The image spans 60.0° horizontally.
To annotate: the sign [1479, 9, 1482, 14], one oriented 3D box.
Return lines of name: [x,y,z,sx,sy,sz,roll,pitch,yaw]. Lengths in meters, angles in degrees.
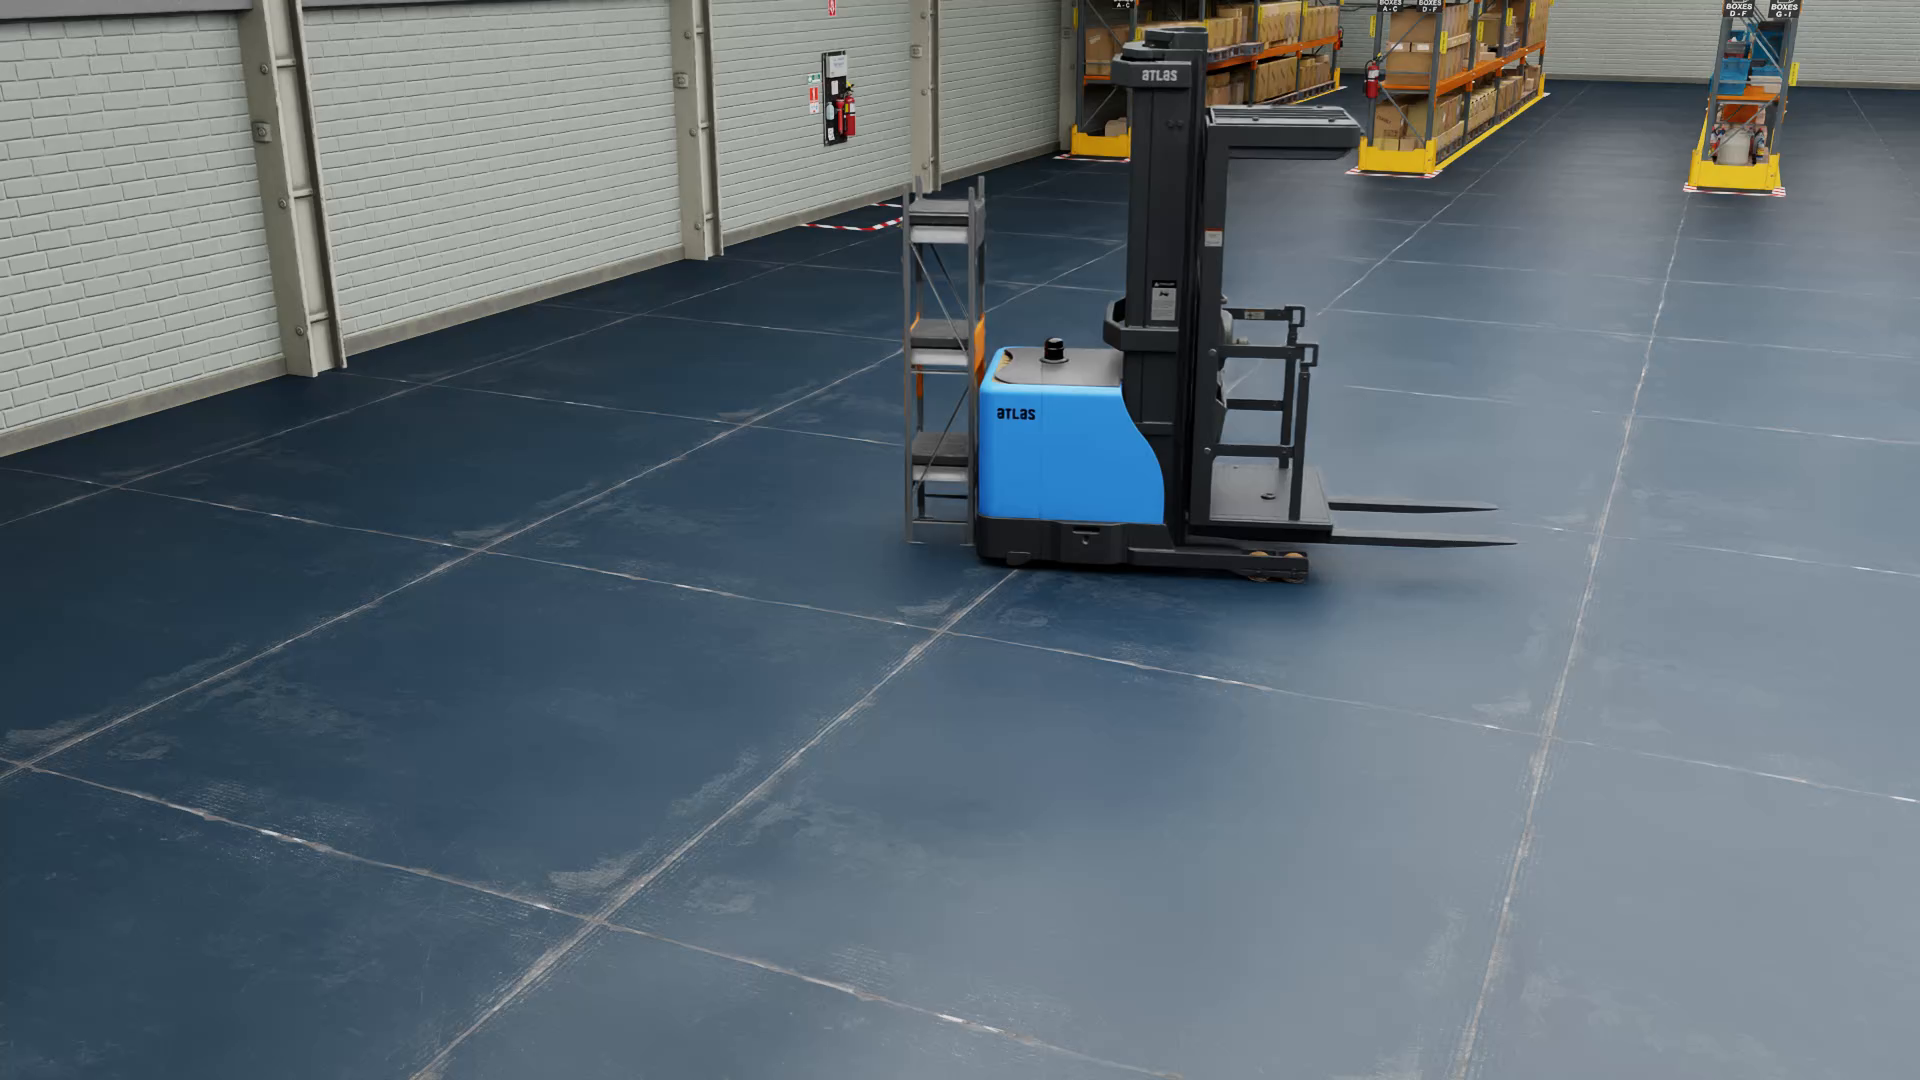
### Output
sign: [11.398,-11.482,36.486,0.100,0.325,0.005,9,21,23]

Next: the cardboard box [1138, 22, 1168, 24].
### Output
cardboard box: [3.501,-9.254,30.589,0.500,0.500,0.500,8,21,22]

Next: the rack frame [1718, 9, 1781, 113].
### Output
rack frame: [16.413,-10.321,34.514,1.000,3.000,0.127,9,21,23]

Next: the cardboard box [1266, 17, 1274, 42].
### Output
cardboard box: [6.392,-10.926,35.593,0.500,0.500,0.500,9,22,24]

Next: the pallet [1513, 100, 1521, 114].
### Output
pallet: [11.597,-9.434,36.181,1.003,0.211,1.213,9,21,23]

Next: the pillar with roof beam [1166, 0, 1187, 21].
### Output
pillar with roof beam: [8.343,-12.415,31.448,9.100,9.000,0.400,9,21,23]

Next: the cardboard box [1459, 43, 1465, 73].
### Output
cardboard box: [8.444,-8.467,29.151,0.700,0.500,0.500,8,21,21]

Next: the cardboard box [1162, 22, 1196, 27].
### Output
cardboard box: [3.988,-9.187,30.399,0.500,0.500,0.500,8,21,22]

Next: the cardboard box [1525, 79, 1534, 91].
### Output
cardboard box: [13.119,-10.650,38.886,0.500,0.250,0.500,9,21,23]

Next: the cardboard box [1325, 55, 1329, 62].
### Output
cardboard box: [8.931,-11.937,41.193,0.380,0.149,0.250,8,21,22]

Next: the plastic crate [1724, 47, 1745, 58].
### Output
plastic crate: [13.056,-8.096,28.161,0.402,0.464,0.583,9,21,23]

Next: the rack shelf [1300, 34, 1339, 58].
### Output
rack shelf: [8.194,-11.953,40.176,1.077,0.370,4.000,9,21,23]

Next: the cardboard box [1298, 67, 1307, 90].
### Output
cardboard box: [7.775,-10.915,39.288,0.700,0.500,0.500,9,21,23]

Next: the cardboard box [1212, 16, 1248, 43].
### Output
cardboard box: [5.554,-10.567,34.399,0.700,0.500,0.500,6,20,16]

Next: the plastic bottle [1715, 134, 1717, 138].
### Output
plastic bottle: [12.325,-6.500,27.184,0.097,0.271,0.097,0,20,0]

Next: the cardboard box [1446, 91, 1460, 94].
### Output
cardboard box: [9.357,-8.508,32.057,0.500,0.311,0.500,8,21,21]

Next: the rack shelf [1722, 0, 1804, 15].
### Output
rack shelf: [12.318,-8.338,25.536,1.077,0.370,4.000,9,21,23]

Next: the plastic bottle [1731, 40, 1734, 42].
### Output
plastic bottle: [15.726,-10.061,33.969,0.152,0.276,0.135,9,21,23]

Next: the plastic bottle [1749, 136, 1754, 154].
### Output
plastic bottle: [12.758,-6.374,26.813,0.061,0.283,0.133,9,21,23]

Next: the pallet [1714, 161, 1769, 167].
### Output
pallet: [11.825,-5.616,25.446,1.003,0.211,1.213,9,21,23]

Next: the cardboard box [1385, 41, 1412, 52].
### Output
cardboard box: [6.965,-7.829,26.390,0.380,0.149,0.250,8,21,22]

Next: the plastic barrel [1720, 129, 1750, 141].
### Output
plastic barrel: [11.904,-6.043,25.571,0.421,0.512,0.421,0,20,0]

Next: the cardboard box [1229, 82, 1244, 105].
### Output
cardboard box: [5.490,-9.260,34.604,0.700,0.500,0.500,9,21,23]

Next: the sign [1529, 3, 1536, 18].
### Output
sign: [12.404,-11.472,36.023,0.100,0.325,0.005,9,21,23]

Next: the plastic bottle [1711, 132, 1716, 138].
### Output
plastic bottle: [12.101,-6.400,26.786,0.144,0.351,0.185,10,22,25]

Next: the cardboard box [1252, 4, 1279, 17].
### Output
cardboard box: [6.579,-11.429,35.886,0.500,0.250,0.500,9,21,23]

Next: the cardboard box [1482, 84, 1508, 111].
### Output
cardboard box: [10.914,-9.069,34.068,0.500,0.500,0.500,8,21,21]

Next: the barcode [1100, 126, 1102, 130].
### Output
barcode: [2.469,-7.216,29.126,0.001,0.075,0.075,9,21,23]

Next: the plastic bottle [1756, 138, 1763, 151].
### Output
plastic bottle: [12.790,-6.283,26.575,0.097,0.271,0.097,0,20,0]

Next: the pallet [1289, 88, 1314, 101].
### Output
pallet: [7.758,-10.588,39.427,1.003,0.211,1.213,9,21,23]

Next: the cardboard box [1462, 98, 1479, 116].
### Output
cardboard box: [9.226,-7.967,30.535,0.500,0.311,0.500,8,21,22]

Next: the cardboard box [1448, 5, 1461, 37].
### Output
cardboard box: [8.032,-8.770,28.068,0.700,0.500,0.500,9,21,23]

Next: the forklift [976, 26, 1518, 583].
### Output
forklift: [1.648,-1.329,9.331,3.031,2.935,1.130,2,20,7]

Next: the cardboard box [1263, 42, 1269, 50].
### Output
cardboard box: [6.380,-10.563,35.539,0.380,0.149,0.250,9,22,24]

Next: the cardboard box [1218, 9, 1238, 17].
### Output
cardboard box: [5.505,-10.808,34.108,0.380,0.149,0.250,5,20,14]

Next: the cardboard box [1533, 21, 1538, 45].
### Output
cardboard box: [12.767,-11.477,37.615,0.500,0.500,0.500,8,21,22]

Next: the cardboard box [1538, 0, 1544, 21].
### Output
cardboard box: [12.978,-12.098,37.870,0.500,0.500,0.500,9,22,24]

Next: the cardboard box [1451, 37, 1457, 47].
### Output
cardboard box: [8.077,-8.327,27.789,0.380,0.149,0.250,9,22,24]

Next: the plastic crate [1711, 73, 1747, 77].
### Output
plastic crate: [11.702,-6.974,25.325,0.499,0.251,0.408,9,21,23]

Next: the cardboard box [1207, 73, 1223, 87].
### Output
cardboard box: [4.993,-9.290,33.568,0.500,0.250,0.500,8,21,22]

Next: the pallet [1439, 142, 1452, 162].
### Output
pallet: [7.758,-6.631,28.299,1.003,0.211,1.213,9,21,23]

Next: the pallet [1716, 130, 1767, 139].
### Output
pallet: [13.922,-7.181,29.847,1.003,0.211,1.213,9,21,23]

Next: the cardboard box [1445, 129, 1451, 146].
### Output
cardboard box: [8.020,-6.828,28.167,0.500,0.250,0.500,9,21,23]

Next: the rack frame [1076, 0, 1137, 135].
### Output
rack frame: [2.461,-8.012,28.021,1.000,3.000,0.127,9,21,23]

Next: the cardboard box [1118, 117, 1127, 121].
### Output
cardboard box: [3.060,-7.326,29.448,0.500,0.311,0.500,11,22,27]

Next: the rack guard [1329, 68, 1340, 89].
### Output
rack guard: [9.023,-11.733,42.214,1.175,0.500,0.348,9,21,23]

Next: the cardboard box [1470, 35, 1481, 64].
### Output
cardboard box: [9.586,-9.311,31.524,0.500,0.500,0.500,7,21,20]

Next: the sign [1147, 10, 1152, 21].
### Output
sign: [3.591,-9.855,31.476,0.100,0.325,0.005,9,21,23]

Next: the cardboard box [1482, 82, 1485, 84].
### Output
cardboard box: [10.639,-9.285,34.674,0.500,0.500,0.500,8,21,21]

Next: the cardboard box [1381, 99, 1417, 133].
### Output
cardboard box: [7.326,-7.102,27.819,0.500,0.500,0.500,9,21,23]

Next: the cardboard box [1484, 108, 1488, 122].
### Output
cardboard box: [9.848,-8.176,31.958,0.500,0.250,0.500,9,22,24]

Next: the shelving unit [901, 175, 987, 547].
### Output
shelving unit: [-0.088,-1.040,9.760,0.431,2.100,0.503,2,20,7]
